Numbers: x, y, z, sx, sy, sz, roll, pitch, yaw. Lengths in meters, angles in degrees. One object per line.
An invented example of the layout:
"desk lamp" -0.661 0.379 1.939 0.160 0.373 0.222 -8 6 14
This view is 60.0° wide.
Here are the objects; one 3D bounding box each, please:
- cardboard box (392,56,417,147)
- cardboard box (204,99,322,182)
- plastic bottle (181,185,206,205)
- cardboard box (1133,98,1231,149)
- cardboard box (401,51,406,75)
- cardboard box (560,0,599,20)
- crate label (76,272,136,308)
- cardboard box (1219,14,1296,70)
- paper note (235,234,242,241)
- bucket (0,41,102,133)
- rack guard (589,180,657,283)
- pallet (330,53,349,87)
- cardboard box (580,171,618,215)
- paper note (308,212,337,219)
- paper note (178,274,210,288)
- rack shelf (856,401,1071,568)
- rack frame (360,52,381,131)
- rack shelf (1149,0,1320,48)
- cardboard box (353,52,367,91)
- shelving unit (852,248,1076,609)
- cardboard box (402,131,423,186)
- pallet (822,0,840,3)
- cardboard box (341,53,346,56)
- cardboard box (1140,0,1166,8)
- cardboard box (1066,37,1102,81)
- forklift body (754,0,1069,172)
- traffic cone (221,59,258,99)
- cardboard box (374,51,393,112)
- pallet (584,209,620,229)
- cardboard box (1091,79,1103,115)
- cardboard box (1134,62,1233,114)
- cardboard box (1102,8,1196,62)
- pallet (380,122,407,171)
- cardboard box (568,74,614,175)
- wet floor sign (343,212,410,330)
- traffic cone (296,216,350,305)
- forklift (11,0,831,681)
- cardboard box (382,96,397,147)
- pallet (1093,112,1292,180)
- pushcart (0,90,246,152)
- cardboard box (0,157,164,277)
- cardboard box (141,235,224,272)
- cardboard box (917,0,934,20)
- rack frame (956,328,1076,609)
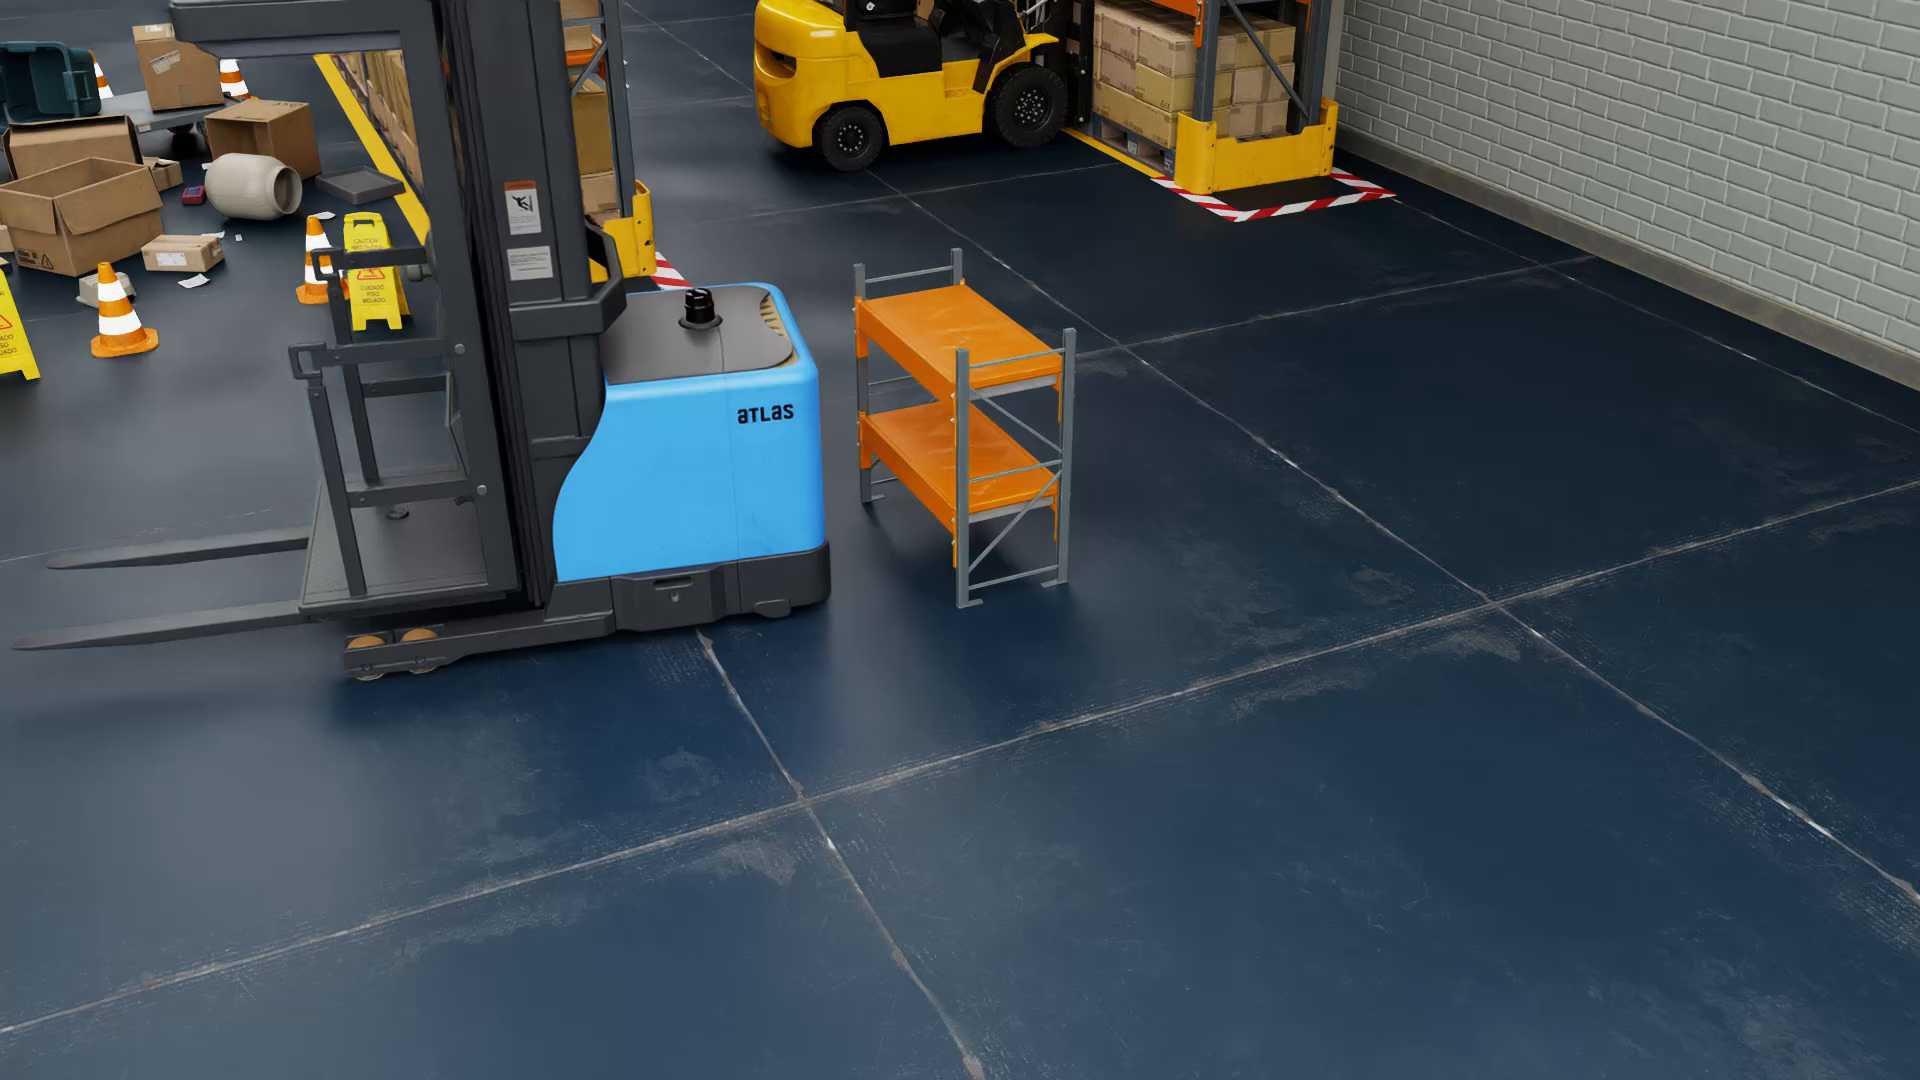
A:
"cardboard box" -3.419 -2.919 11.005 0.500 0.500 0.500 -14 32 -23
"cardboard box" -4.888 -2.774 11.683 0.500 0.500 0.500 7 30 13
"plastic bottle" -5.259 -2.377 11.426 0.133 0.061 0.283 -8 30 -13
"cardboard box" 1.592 -3.024 11.958 0.500 0.250 0.500 -13 32 -22
"cardboard box" -3.305 -3.008 10.499 0.380 0.149 0.250 -13 32 -21
"cardboard box" -2.355 -3.296 9.655 0.500 0.500 0.500 -14 32 -23
"crate label" -5.002 -1.477 9.743 0.298 0.136 0.250 19 34 30
"cardboard box" 2.044 -3.571 11.911 0.500 0.250 0.500 -14 32 -23
"paper note" -4.649 -1.949 10.716 0.032 0.001 0.123 -13 32 -22
"bucket" -6.406 -3.197 11.678 0.726 0.611 0.620 -3 19 -5
"rack guard" -2.435 -1.798 9.946 1.175 0.500 0.348 -13 32 -22
"pallet" -4.983 -4.289 14.683 1.003 0.211 1.213 -13 32 -22
"cardboard box" -2.499 -2.253 10.584 0.500 0.250 0.500 -13 32 -22
"paper note" -4.247 -2.166 11.081 0.148 0.019 0.142 26 38 38
"paper note" -4.606 -1.560 10.000 0.142 0.019 0.148 26 38 38
"rack shelf" -0.003 -0.280 7.100 0.538 0.278 1.000 -13 32 -22
"rack frame" -4.119 -4.622 12.426 1.000 3.000 0.127 -13 32 -22
"rack shelf" 1.221 -4.469 12.888 1.077 0.370 4.000 -13 32 -22
"cardboard box" -4.347 -3.890 13.378 0.950 0.372 0.625 -13 32 -21
"shelving unit" -0.003 -0.494 6.980 0.538 1.125 1.048 -13 32 -22
"cardboard box" -3.437 -2.600 11.202 0.500 0.250 0.500 -14 32 -24
"pallet" -1.037 -5.845 17.457 1.003 0.211 1.213 -13 32 -22
"cardboard box" -4.958 -4.514 14.490 0.950 0.372 0.625 -12 31 -20
"cardboard box" 1.621 -4.014 12.701 0.500 0.250 0.500 -13 32 -22
"cardboard box" 1.142 -3.698 12.648 0.500 0.250 0.500 -14 32 -23
"forklift body" -0.382 -3.983 12.155 2.313 2.155 1.214 -13 32 -22
"traffic cone" -5.916 -3.769 13.499 0.336 0.463 0.334 -13 32 -22
"cardboard box" -3.869 -3.382 11.829 0.500 0.500 0.500 -12 31 -20
"pallet" -2.752 -2.039 10.670 1.003 0.211 1.213 -13 32 -22
"cardboard box" 1.181 -3.469 12.751 0.500 0.250 0.500 -13 32 -21
"cardboard box" 1.588 -3.250 11.850 0.500 0.250 0.500 -14 32 -23
"cardboard box" 1.375 -3.681 12.108 0.500 0.250 0.500 -12 32 -21
"pallet" -3.799 -3.117 12.592 1.003 0.211 1.213 -13 32 -22
"cardboard box" -2.509 -2.591 10.419 0.500 0.500 0.500 -14 32 -24
"wet floor sign" -3.287 -1.520 9.300 0.267 0.644 0.232 -3 29 -5
"traffic cone" -3.752 -1.668 9.751 0.336 0.463 0.334 -13 32 -22
"forklift" -2.096 -1.032 6.094 3.031 2.935 1.130 -7 30 -13
"cardboard box" -3.871 -3.055 12.013 0.500 0.250 0.500 -11 31 -19
"pallet" 1.713 -3.012 12.405 1.003 0.211 1.213 -13 32 -22
"pushcart" -6.157 -2.978 12.174 0.936 0.377 1.648 26 38 38
"cardboard box" -5.443 -2.011 10.321 0.637 0.503 0.797 13 32 21
"cardboard box" -4.789 -1.766 10.248 0.380 0.149 0.250 2 29 4
"cardboard box" 0.128 -5.041 15.172 0.875 0.625 0.625 -12 31 -20
"rack frame" 0.215 -0.269 6.580 0.500 1.125 0.032 -13 32 -22
